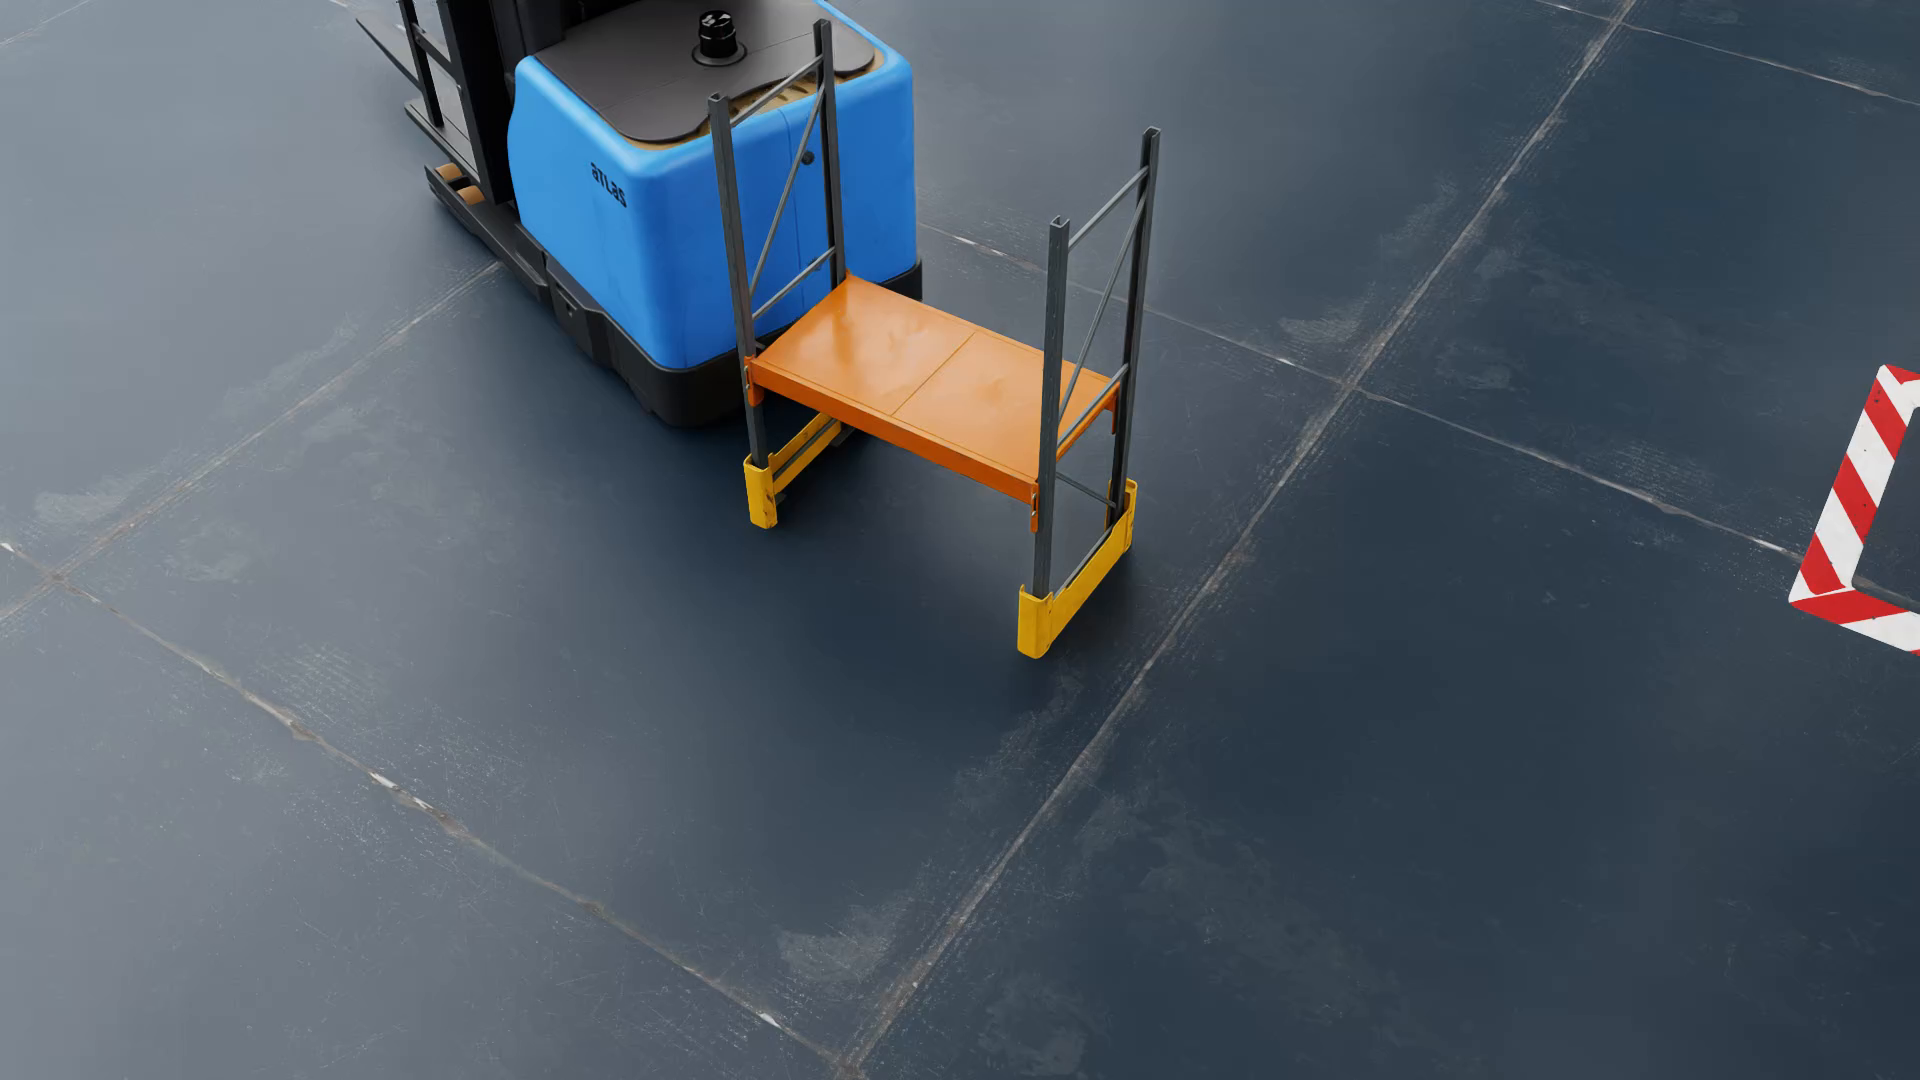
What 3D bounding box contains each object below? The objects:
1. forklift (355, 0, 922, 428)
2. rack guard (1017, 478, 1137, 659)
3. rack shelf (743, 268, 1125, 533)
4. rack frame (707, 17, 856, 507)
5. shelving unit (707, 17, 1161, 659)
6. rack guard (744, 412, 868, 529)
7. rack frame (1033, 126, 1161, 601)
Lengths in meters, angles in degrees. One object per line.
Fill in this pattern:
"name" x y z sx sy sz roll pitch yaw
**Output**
"forklift" -1.420 -2.406 5.545 1.130 2.935 3.031 -28 52 -25
"rack guard" 0.355 0.076 5.002 0.087 0.250 0.587 25 51 22
"rack shelf" -0.072 -0.430 4.873 1.000 0.185 0.538 25 51 22
"rack frame" -0.500 -0.753 4.935 0.032 1.500 0.500 25 51 22
"shelving unit" -0.064 -0.552 4.741 1.083 1.500 0.587 25 51 22
"rack guard" -0.483 -0.309 5.376 0.087 0.250 0.587 25 51 22
"rack frame" 0.356 -0.359 4.553 0.032 1.500 0.500 25 51 22
